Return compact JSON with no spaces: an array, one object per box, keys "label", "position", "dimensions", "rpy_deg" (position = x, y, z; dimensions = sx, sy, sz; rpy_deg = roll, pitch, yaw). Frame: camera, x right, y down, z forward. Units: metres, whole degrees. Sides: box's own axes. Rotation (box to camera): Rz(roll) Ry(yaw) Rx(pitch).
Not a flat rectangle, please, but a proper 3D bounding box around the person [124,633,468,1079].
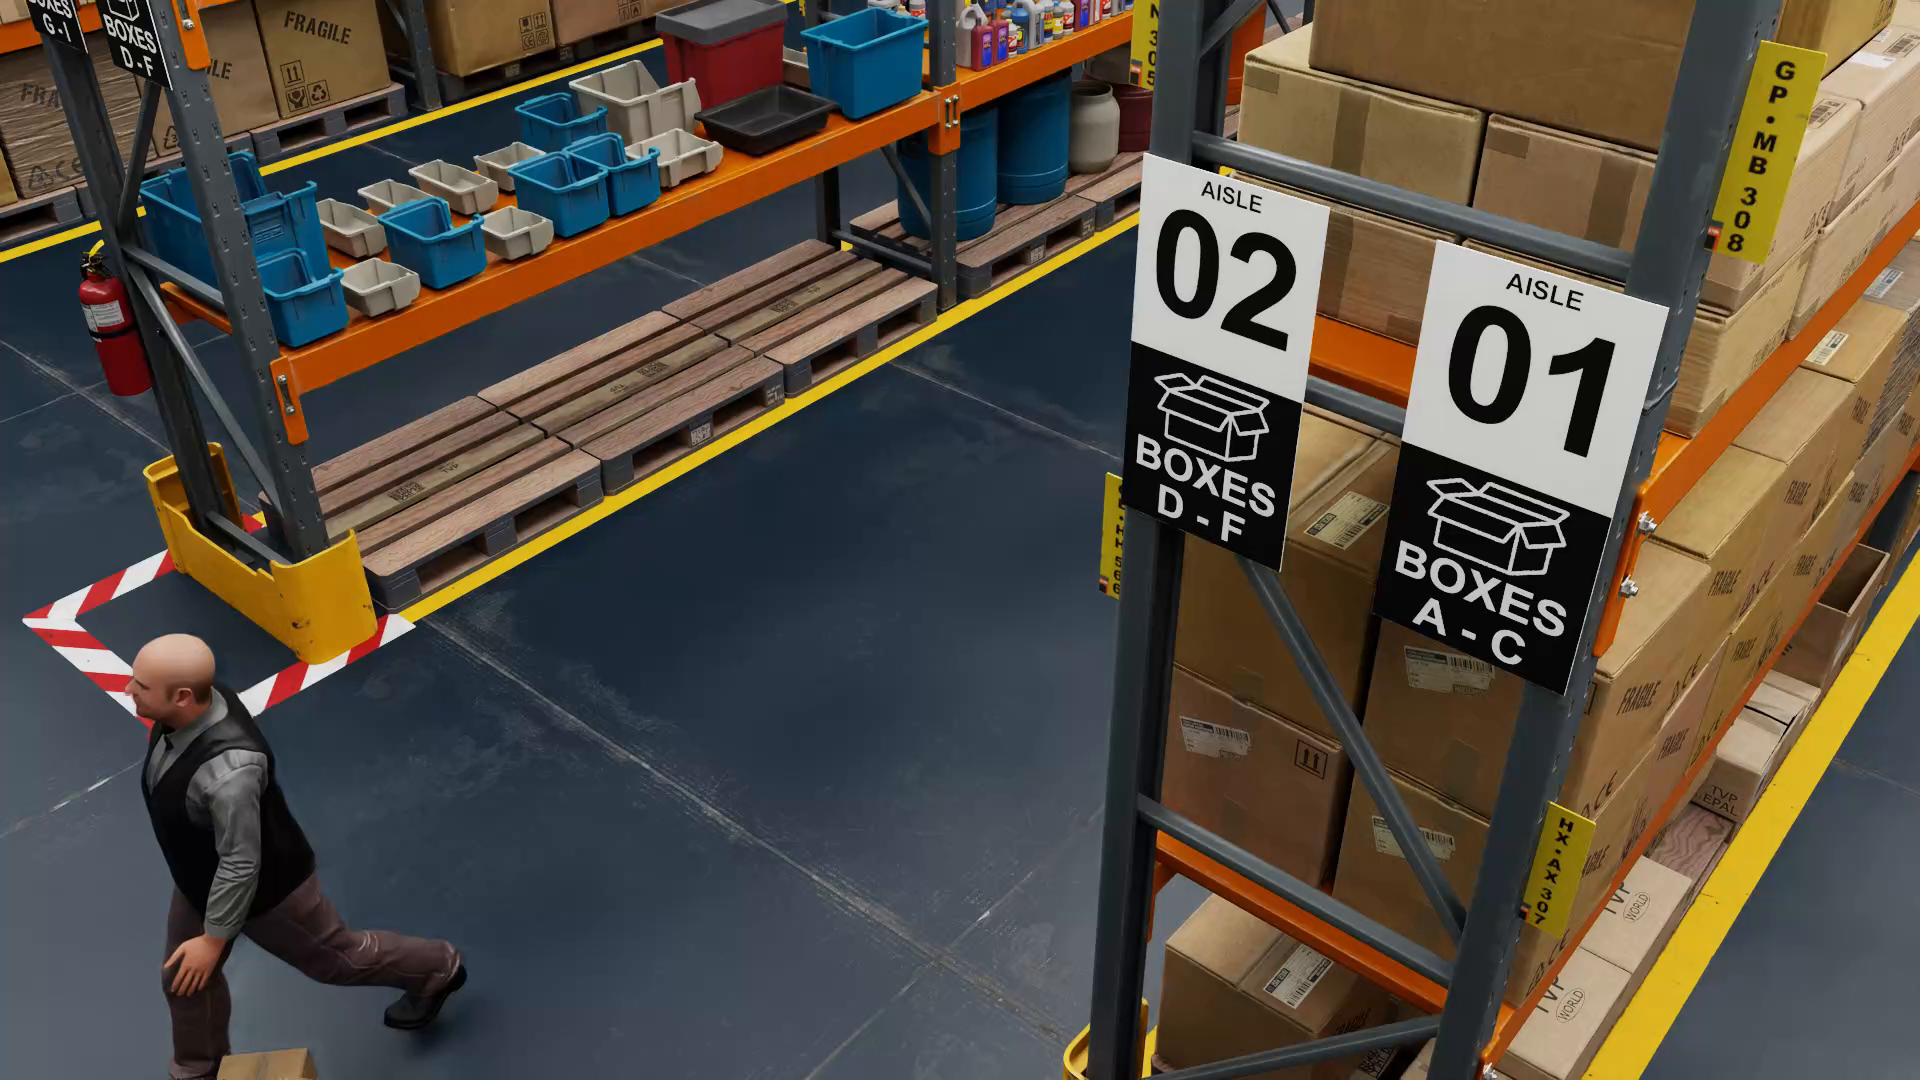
[{"label":"person","position":[-2.058,0.965,4.776],"dimensions":[1.048,1.677,0.559],"rpy_deg":[-27,43,-33]}]
